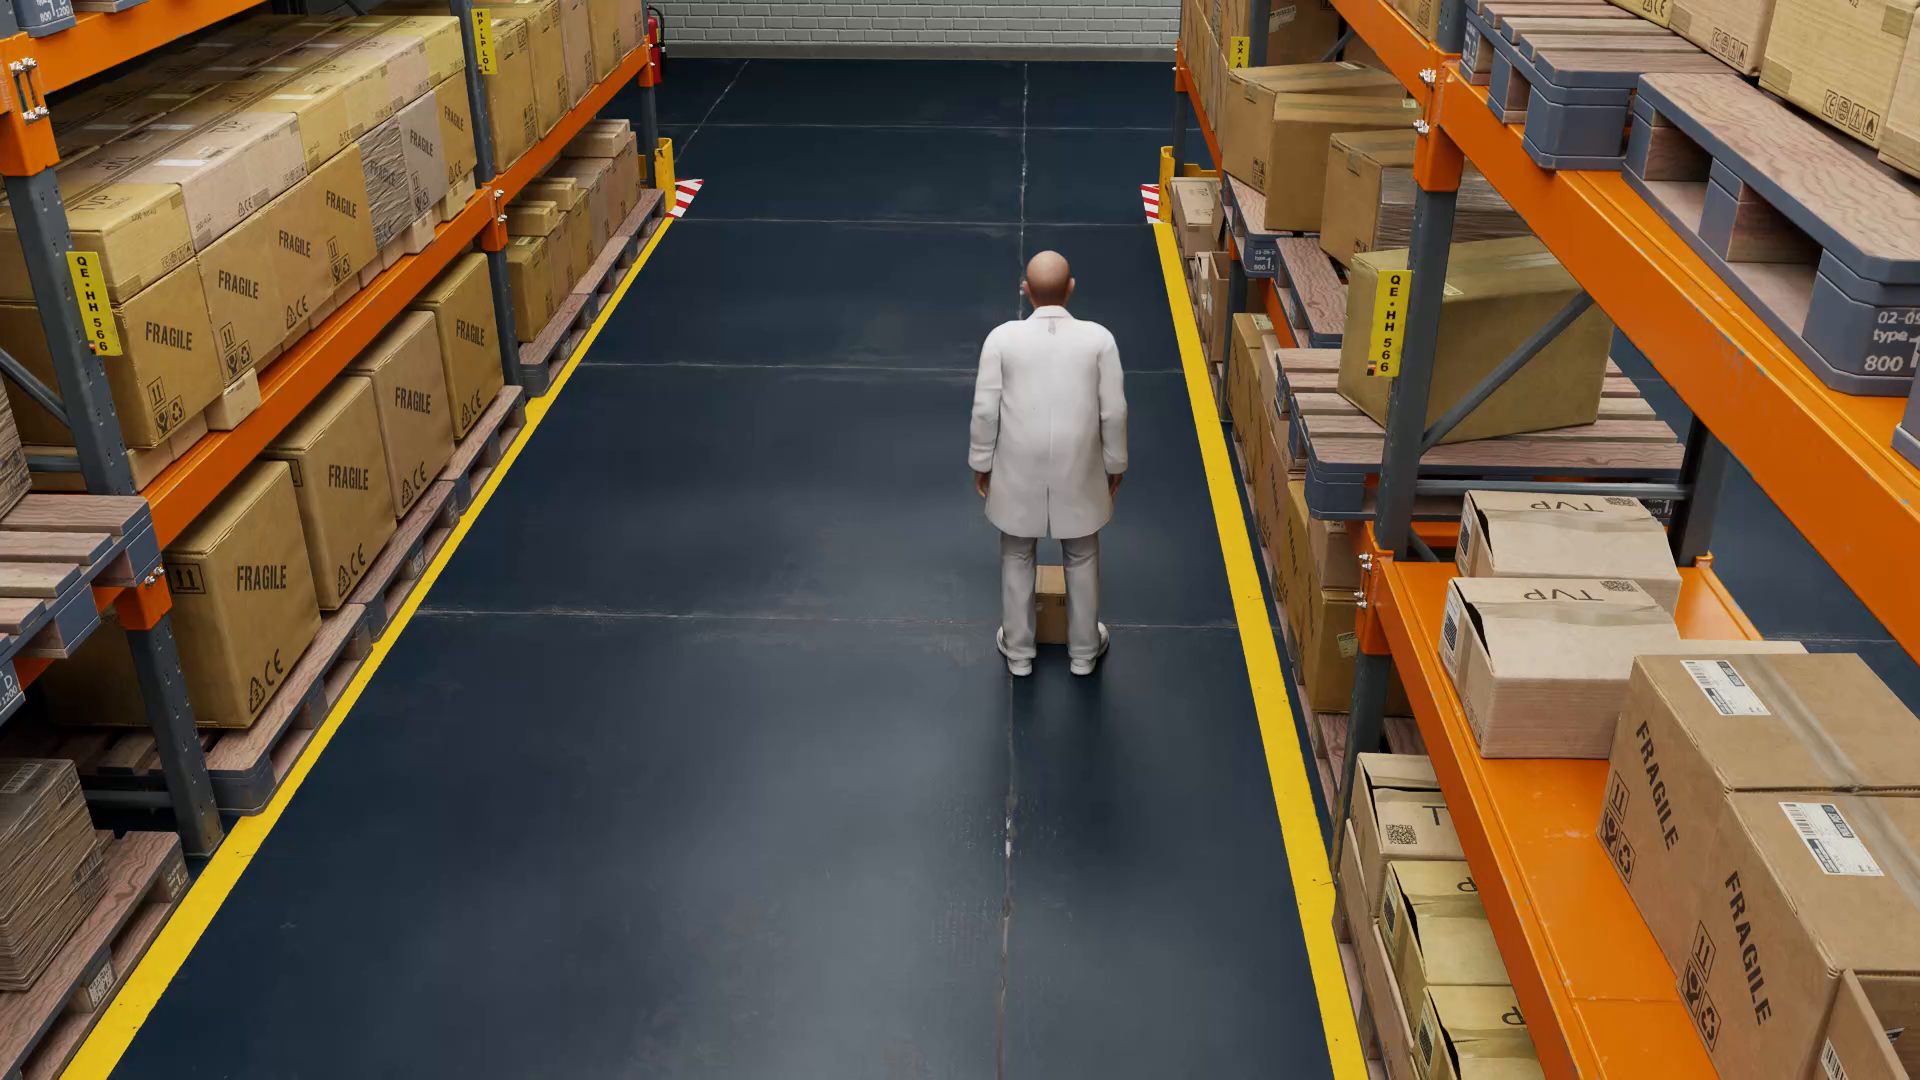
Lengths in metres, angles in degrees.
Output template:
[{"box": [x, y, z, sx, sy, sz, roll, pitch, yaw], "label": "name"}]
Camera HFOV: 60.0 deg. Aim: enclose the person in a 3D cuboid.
[{"box": [0.355, -0.284, 6.680, 0.642, 1.774, 0.421, 1, 28, 2], "label": "person"}]
